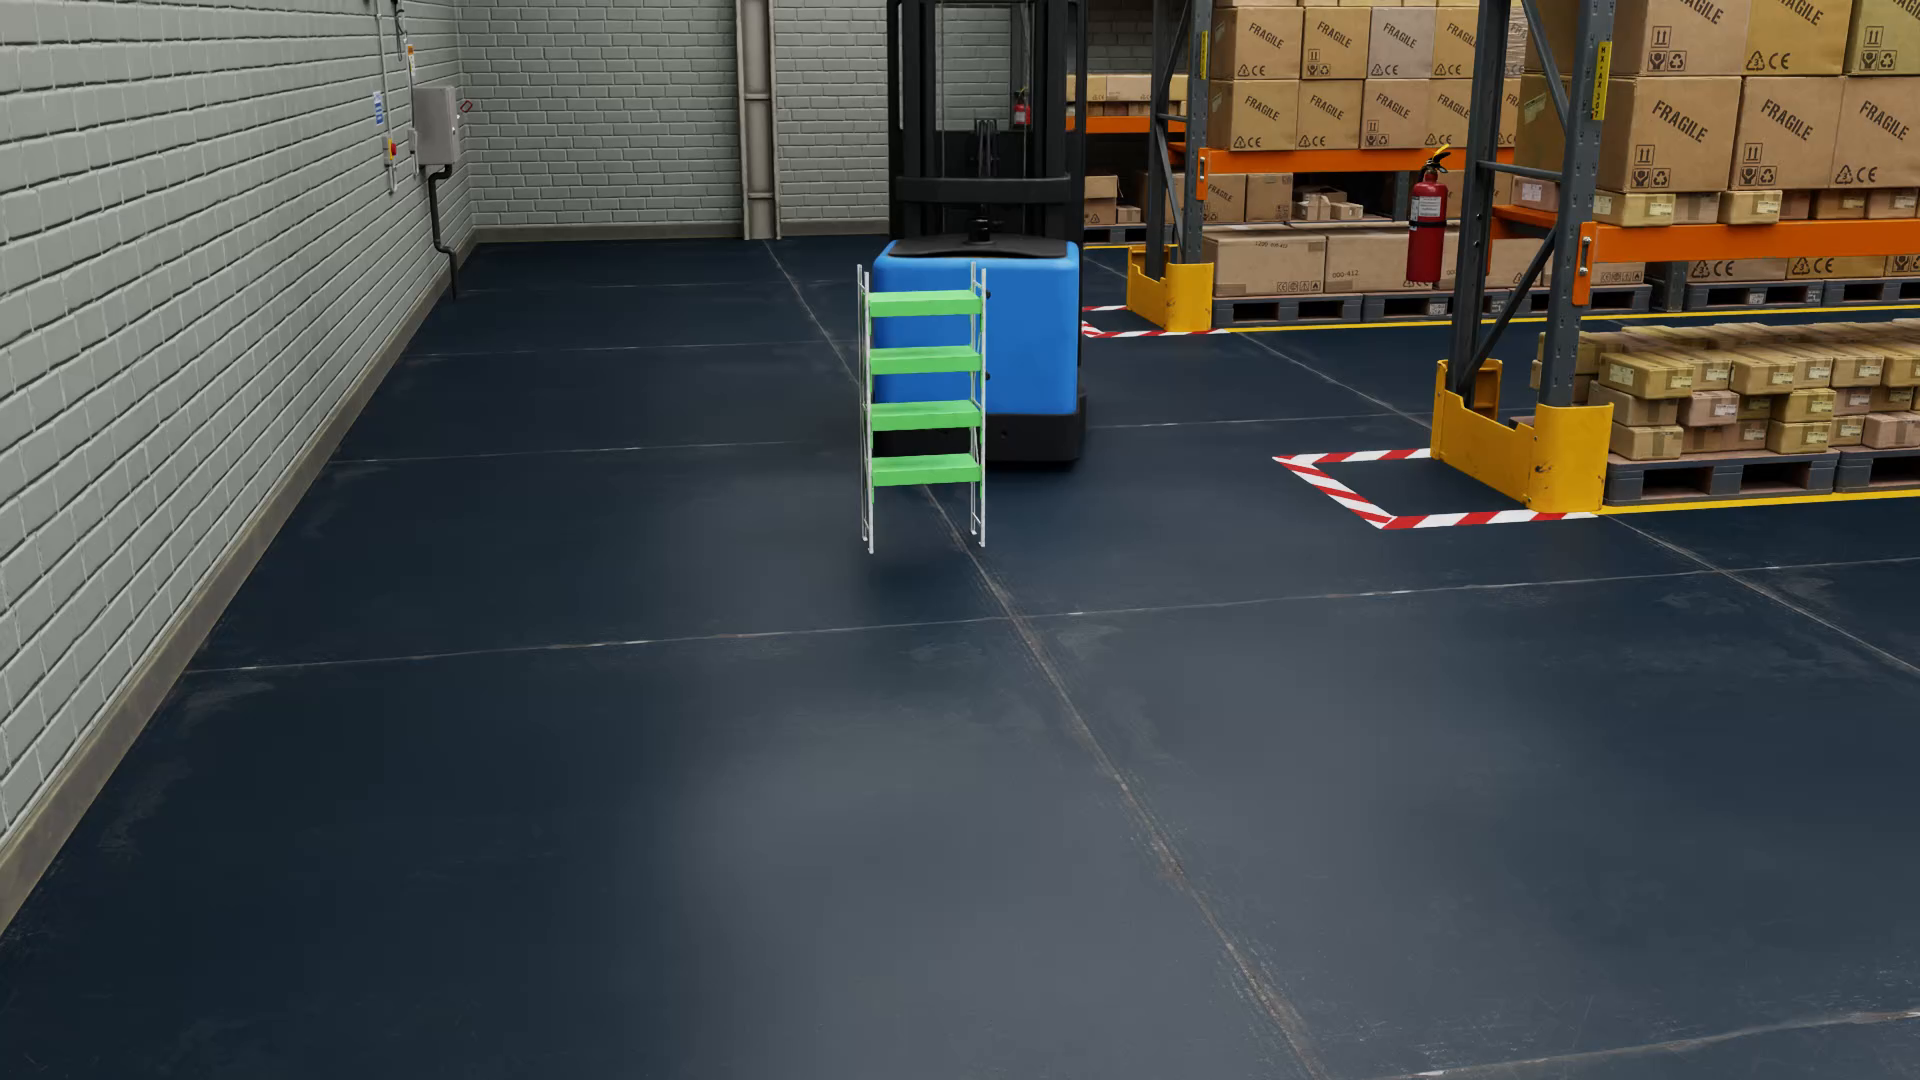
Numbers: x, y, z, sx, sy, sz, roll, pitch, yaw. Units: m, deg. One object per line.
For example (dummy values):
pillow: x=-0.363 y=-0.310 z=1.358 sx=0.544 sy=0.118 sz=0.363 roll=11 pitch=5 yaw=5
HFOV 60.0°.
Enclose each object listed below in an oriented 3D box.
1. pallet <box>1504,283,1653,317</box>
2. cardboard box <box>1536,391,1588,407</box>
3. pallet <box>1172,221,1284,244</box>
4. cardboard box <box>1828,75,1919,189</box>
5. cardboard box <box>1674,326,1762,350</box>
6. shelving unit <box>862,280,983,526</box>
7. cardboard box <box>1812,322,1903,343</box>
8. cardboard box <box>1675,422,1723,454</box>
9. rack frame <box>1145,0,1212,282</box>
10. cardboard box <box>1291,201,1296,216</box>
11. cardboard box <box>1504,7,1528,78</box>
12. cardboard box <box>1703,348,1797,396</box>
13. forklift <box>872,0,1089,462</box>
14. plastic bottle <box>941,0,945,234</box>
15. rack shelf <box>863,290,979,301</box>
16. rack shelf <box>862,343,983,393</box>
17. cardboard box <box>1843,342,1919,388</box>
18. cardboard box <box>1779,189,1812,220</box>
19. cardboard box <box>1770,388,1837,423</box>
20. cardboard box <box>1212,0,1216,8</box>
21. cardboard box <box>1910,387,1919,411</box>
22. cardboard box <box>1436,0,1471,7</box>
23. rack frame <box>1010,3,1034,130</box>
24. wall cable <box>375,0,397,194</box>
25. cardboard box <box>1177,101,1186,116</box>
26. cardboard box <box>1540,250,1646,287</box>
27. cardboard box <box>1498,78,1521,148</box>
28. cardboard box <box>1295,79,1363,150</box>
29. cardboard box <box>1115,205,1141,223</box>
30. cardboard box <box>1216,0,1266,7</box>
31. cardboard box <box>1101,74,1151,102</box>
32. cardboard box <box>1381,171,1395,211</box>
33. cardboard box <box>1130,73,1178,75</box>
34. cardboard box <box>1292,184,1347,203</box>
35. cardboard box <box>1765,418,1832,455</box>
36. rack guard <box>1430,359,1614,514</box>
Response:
pallet: x=4.794 y=-2.017 z=13.520 sx=1.213 sy=0.211 sz=1.003 roll=-3 pitch=17 yaw=-10
cardboard box: x=3.143 y=-0.653 z=8.470 sx=0.250 sy=0.149 sz=0.380 roll=-3 pitch=17 yaw=-10
pallet: x=2.735 y=-3.361 z=17.894 sx=1.213 sy=0.211 sz=1.003 roll=-3 pitch=17 yaw=-10
cardboard box: x=4.163 y=-1.922 z=7.784 sx=0.500 sy=0.500 sz=0.500 roll=-3 pitch=17 yaw=-10
cardboard box: x=3.892 y=-0.995 z=8.571 sx=0.250 sy=0.149 sz=0.380 roll=-4 pitch=18 yaw=-13
shelving unit: x=-0.159 y=-0.565 z=7.106 sx=0.487 sy=1.046 sz=0.258 roll=-3 pitch=17 yaw=-10
cardboard box: x=4.677 y=-1.032 z=8.690 sx=0.250 sy=0.149 sz=0.380 roll=-3 pitch=17 yaw=-10
cardboard box: x=3.483 y=-0.539 z=8.098 sx=0.250 sy=0.149 sz=0.380 roll=-3 pitch=17 yaw=-11
rack frame: x=1.628 y=-3.147 z=12.450 sx=0.127 sy=3.000 sz=1.000 roll=-3 pitch=17 yaw=-10
cardboard box: x=3.491 y=-3.646 z=18.213 sx=0.250 sy=0.149 sz=0.380 roll=-3 pitch=17 yaw=-11
cardboard box: x=4.147 y=-3.733 z=12.483 sx=0.500 sy=0.500 sz=0.500 roll=-3 pitch=17 yaw=-10
cardboard box: x=3.765 y=-0.807 z=7.956 sx=0.250 sy=0.149 sz=0.380 roll=-3 pitch=17 yaw=-11
forklift: x=0.165 y=-2.177 z=9.407 sx=1.130 sy=2.935 sz=3.031 roll=1 pitch=17 yaw=3
plastic bottle: x=7.142 y=-2.092 z=9.014 sx=14.589 sy=2.616 sz=20.093 roll=-3 pitch=17 yaw=-10
rack shelf: x=-0.163 y=-1.013 z=6.968 sx=0.457 sy=0.021 sz=0.221 roll=-3 pitch=17 yaw=-10
rack shelf: x=-0.163 y=-0.733 z=7.054 sx=0.480 sy=0.148 sz=0.258 roll=-3 pitch=17 yaw=-10
cardboard box: x=4.534 y=-0.858 z=8.125 sx=0.250 sy=0.149 sz=0.380 roll=-3 pitch=17 yaw=-10
cardboard box: x=3.791 y=-1.609 z=7.869 sx=0.250 sy=0.149 sz=0.380 roll=-2 pitch=17 yaw=-8
cardboard box: x=4.005 y=-0.682 z=8.058 sx=0.250 sy=0.149 sz=0.380 roll=-3 pitch=17 yaw=-9
cardboard box: x=1.942 y=-4.061 z=12.446 sx=0.250 sy=0.149 sz=0.380 roll=-3 pitch=17 yaw=-10
cardboard box: x=4.773 y=-0.764 z=8.323 sx=0.276 sy=0.149 sz=0.397 roll=-4 pitch=17 yaw=-12
cardboard box: x=3.560 y=-3.997 z=12.239 sx=0.250 sy=0.149 sz=0.380 roll=-4 pitch=17 yaw=-12
rack frame: x=0.683 y=-4.578 z=17.108 sx=0.127 sy=3.000 sz=1.000 roll=-3 pitch=17 yaw=-10
wall cable: x=-3.904 y=-3.327 z=11.251 sx=0.123 sy=1.953 sz=0.585 roll=-3 pitch=17 yaw=-10
cardboard box: x=2.332 y=-4.454 z=17.134 sx=0.250 sy=0.149 sz=0.380 roll=-4 pitch=17 yaw=-12
cardboard box: x=4.918 y=-2.342 z=13.476 sx=0.875 sy=0.438 sz=0.875 roll=-3 pitch=17 yaw=-11
cardboard box: x=4.153 y=-3.256 z=12.633 sx=0.500 sy=0.500 sz=0.500 roll=-4 pitch=17 yaw=-11
cardboard box: x=3.359 y=-3.350 z=10.131 sx=1.047 sy=2.149 sz=4.883 roll=-3 pitch=17 yaw=-11
cardboard box: x=1.726 y=-3.435 z=17.527 sx=0.250 sy=0.149 sz=0.380 roll=-4 pitch=18 yaw=-13
cardboard box: x=2.029 y=-3.923 z=11.998 sx=0.250 sy=0.149 sz=0.380 roll=-3 pitch=17 yaw=-9
cardboard box: x=1.674 y=-4.624 z=17.007 sx=0.500 sy=0.250 sz=0.500 roll=-3 pitch=17 yaw=-10
cardboard box: x=5.036 y=-3.919 z=18.505 sx=0.500 sy=0.500 sz=0.500 roll=-3 pitch=17 yaw=-11
cardboard box: x=2.078 y=-4.805 z=17.596 sx=0.500 sy=0.250 sz=0.500 roll=-3 pitch=17 yaw=-9
cardboard box: x=3.917 y=-3.748 z=18.268 sx=0.500 sy=0.311 sz=0.500 roll=-3 pitch=17 yaw=-8
cardboard box: x=3.997 y=-0.537 z=8.093 sx=0.250 sy=0.149 sz=0.380 roll=-3 pitch=17 yaw=-10
rack guard: x=2.741 y=-0.535 z=8.203 sx=0.348 sy=0.500 sz=1.175 roll=-3 pitch=17 yaw=-10
